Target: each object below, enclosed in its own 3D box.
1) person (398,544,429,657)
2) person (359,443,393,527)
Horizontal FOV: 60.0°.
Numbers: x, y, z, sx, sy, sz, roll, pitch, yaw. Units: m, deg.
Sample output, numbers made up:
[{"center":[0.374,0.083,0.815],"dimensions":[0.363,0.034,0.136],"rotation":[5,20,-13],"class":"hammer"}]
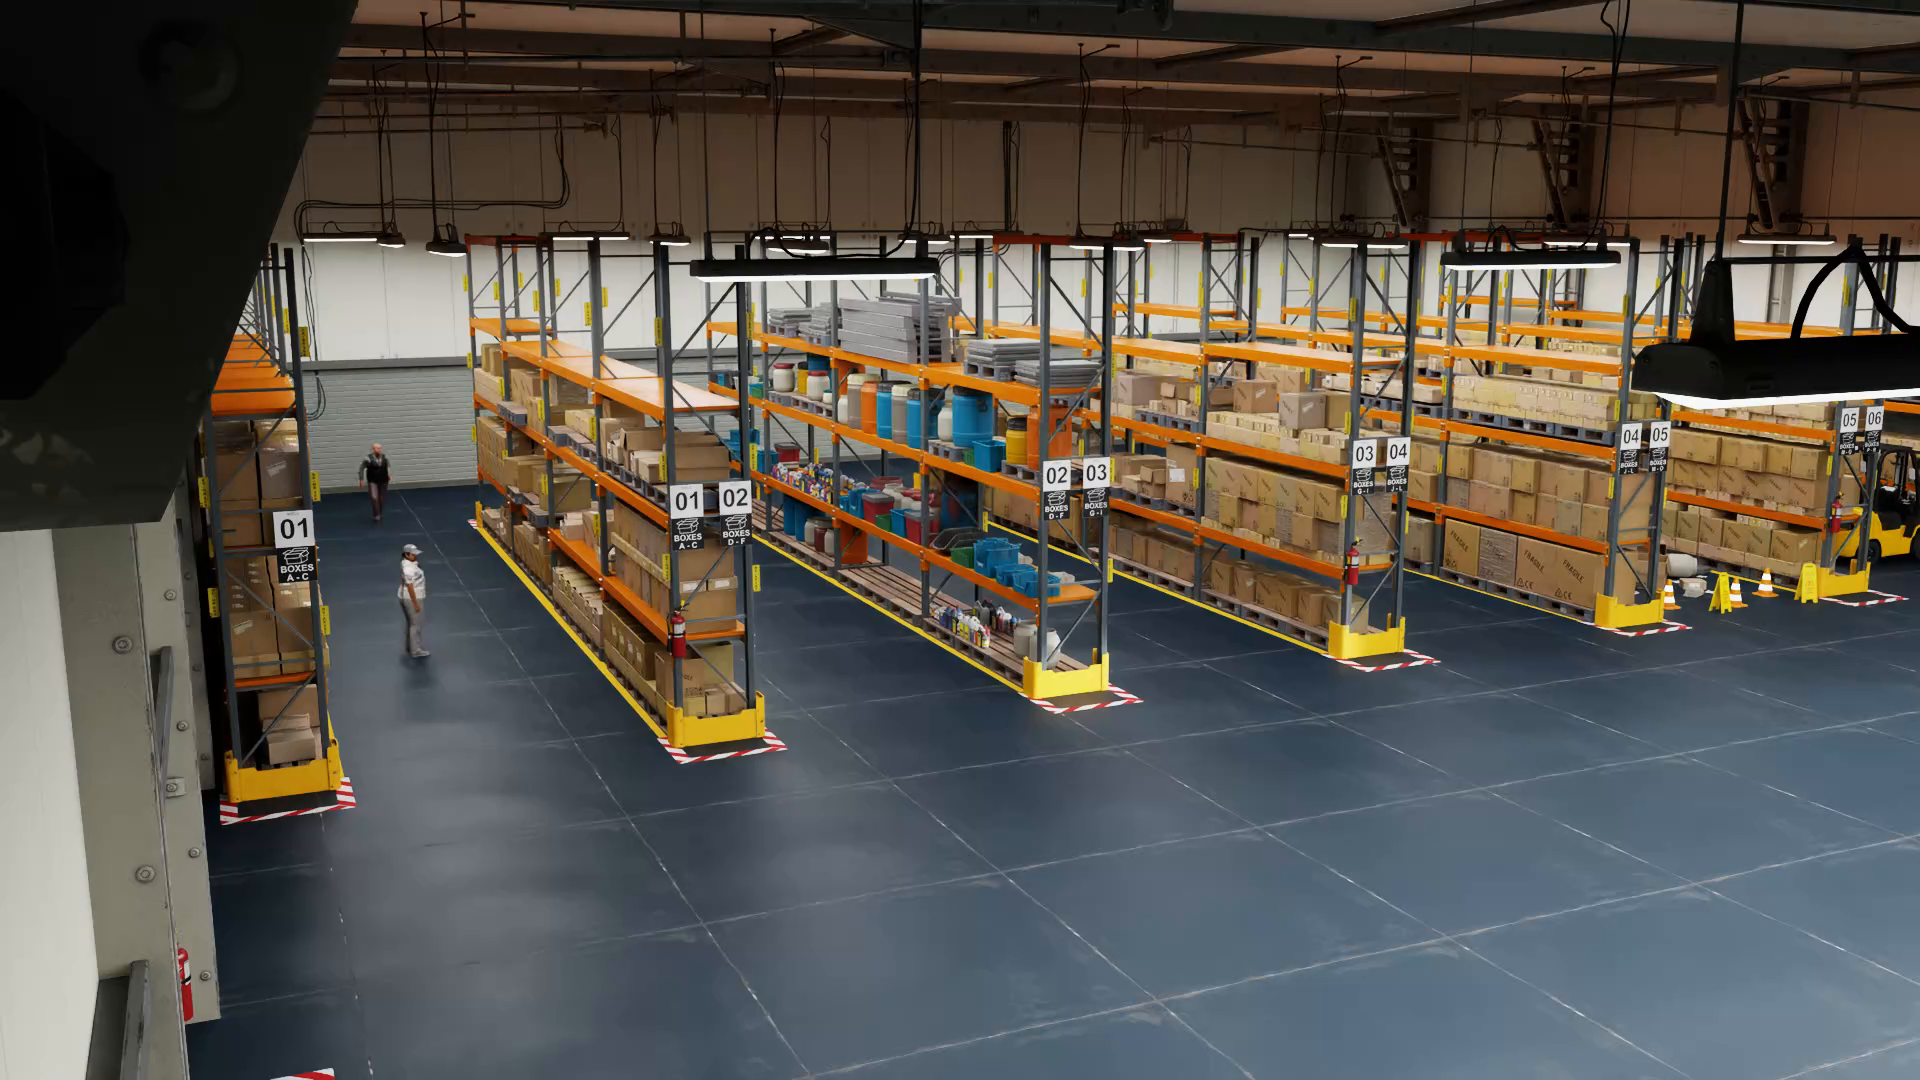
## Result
[{"center":[-7.959,0.888,24.254],"dimensions":[0.419,1.702,0.503],"rotation":[-8,13,-34],"class":"person"},{"center":[-12.231,-1.166,34.845],"dimensions":[0.649,1.743,0.884],"rotation":[-6,12,-28],"class":"person"}]
